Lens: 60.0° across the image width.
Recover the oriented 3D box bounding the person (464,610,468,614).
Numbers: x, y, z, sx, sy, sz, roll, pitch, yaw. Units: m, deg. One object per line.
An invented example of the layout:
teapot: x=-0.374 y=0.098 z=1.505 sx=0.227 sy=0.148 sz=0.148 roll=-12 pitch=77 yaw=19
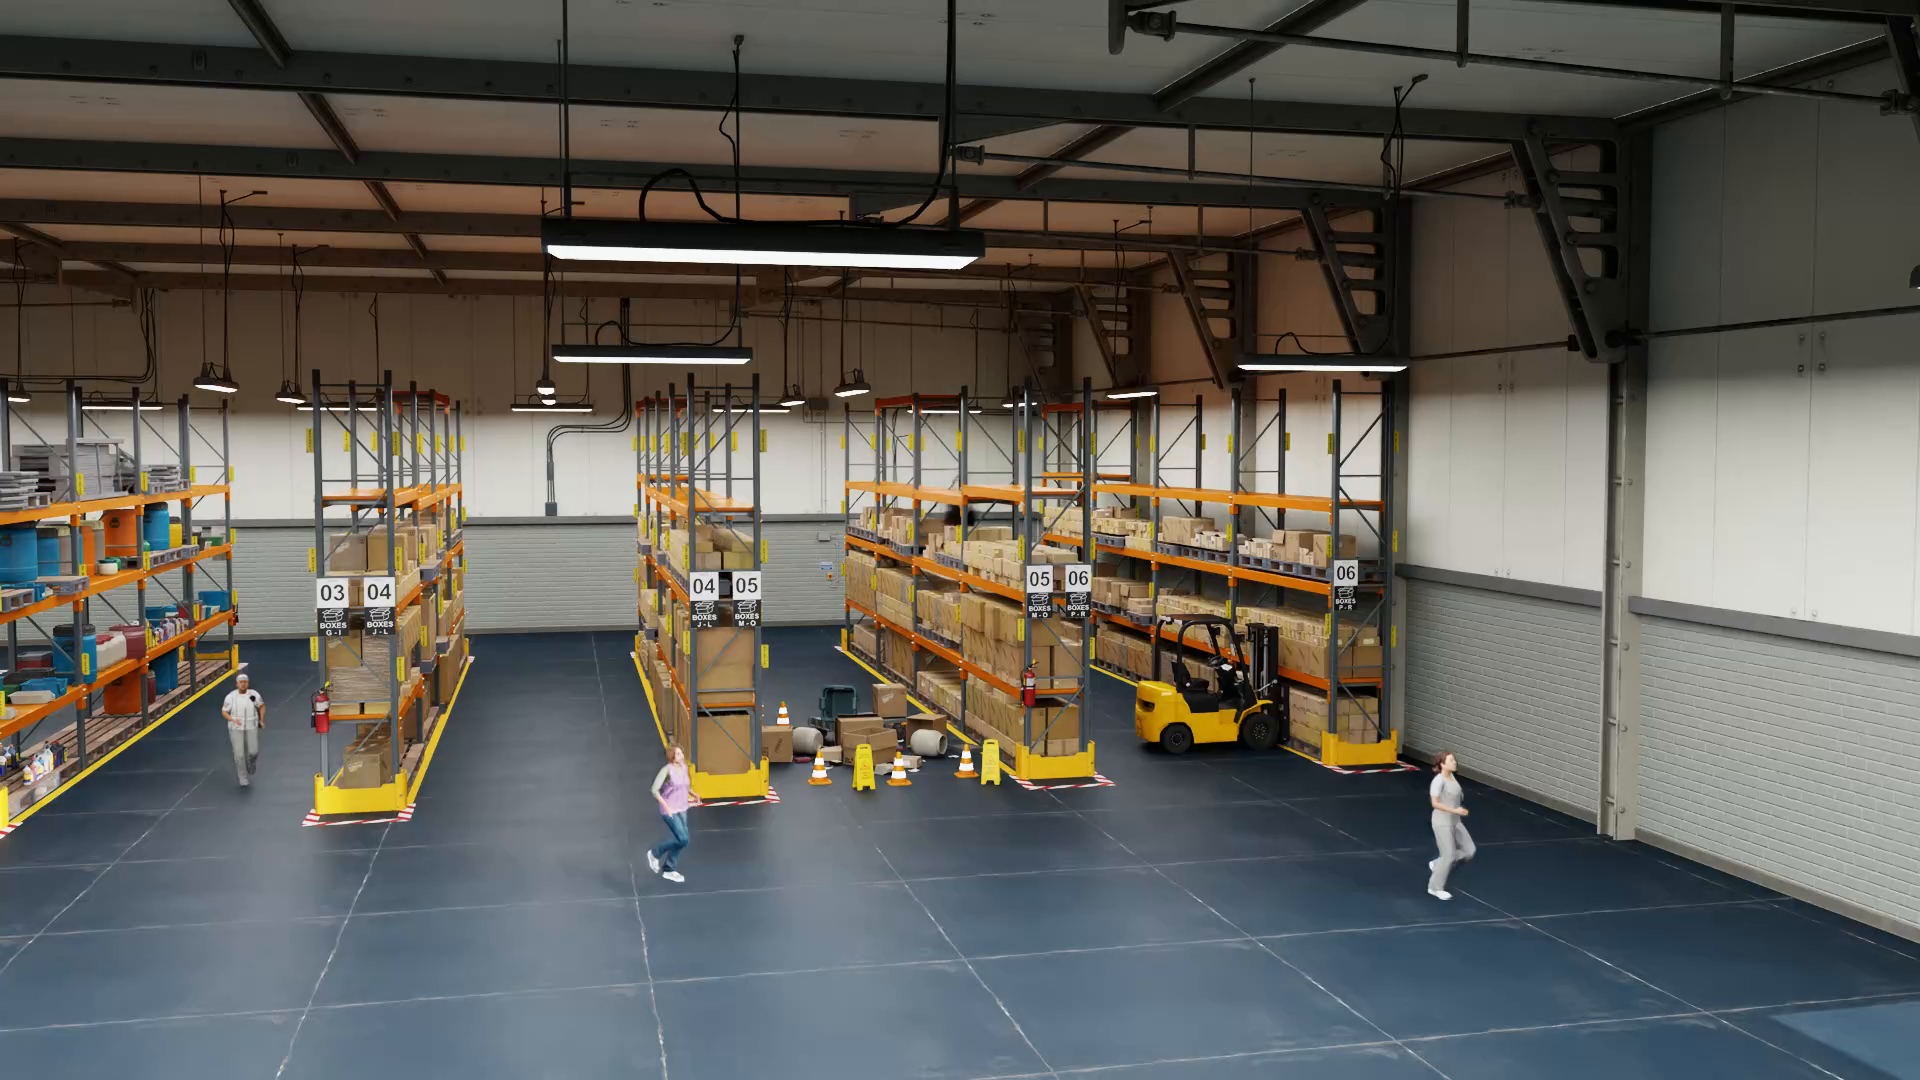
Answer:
person: x=-11.926 y=1.952 z=39.290 sx=0.577 sy=1.531 sz=0.545 roll=0 pitch=3 yaw=0

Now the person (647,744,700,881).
person: x=-3.275 y=3.126 z=19.102 sx=0.569 sy=1.569 sz=0.527 roll=2 pitch=4 yaw=28

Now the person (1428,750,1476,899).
person: x=5.380 y=3.125 z=18.263 sx=0.542 sy=1.640 sz=0.612 roll=3 pitch=4 yaw=43

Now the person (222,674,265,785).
person: x=-10.513 y=2.786 z=24.449 sx=0.605 sy=1.628 sz=0.523 roll=-2 pitch=4 yaw=-29
